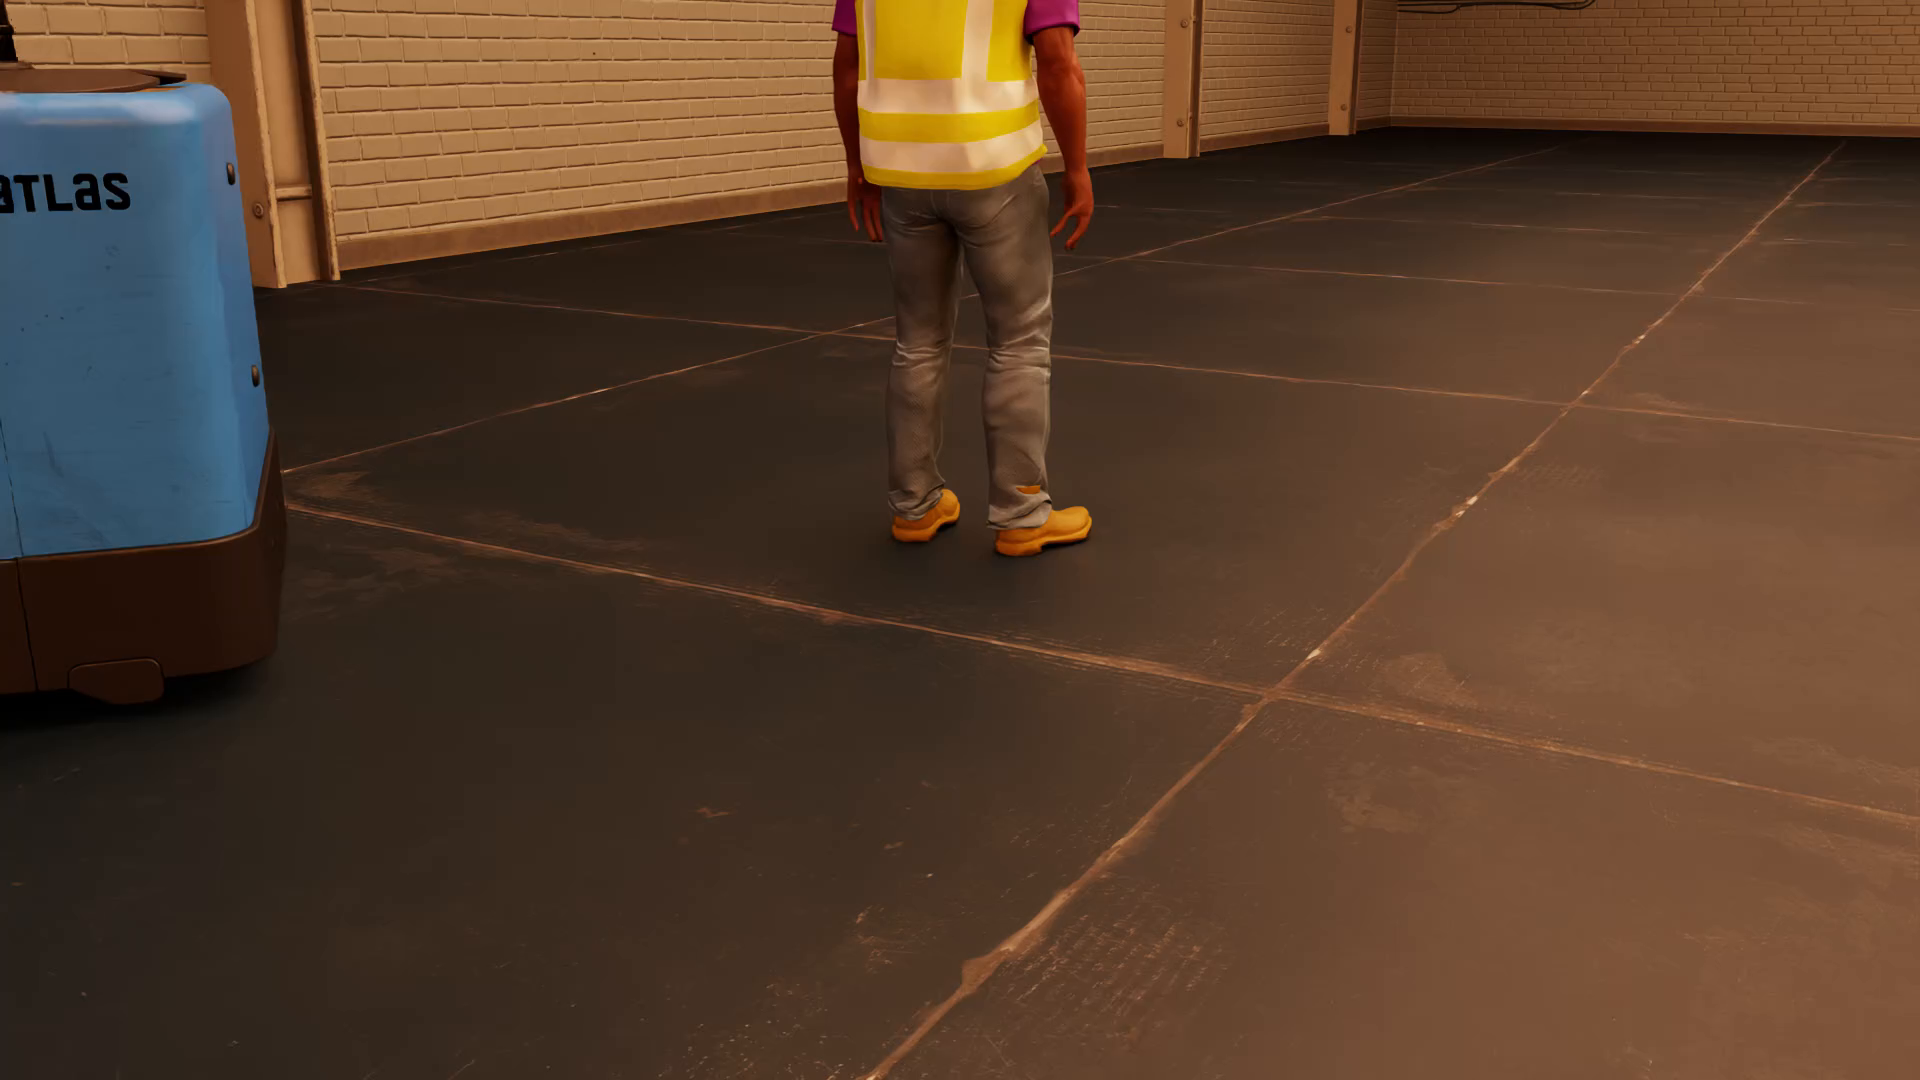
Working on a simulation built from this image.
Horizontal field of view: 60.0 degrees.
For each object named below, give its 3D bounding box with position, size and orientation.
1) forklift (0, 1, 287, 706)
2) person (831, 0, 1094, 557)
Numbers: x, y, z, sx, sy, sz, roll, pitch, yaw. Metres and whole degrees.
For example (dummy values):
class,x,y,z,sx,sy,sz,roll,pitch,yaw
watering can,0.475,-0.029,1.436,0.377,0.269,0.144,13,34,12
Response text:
class,x,y,z,sx,sy,sz,roll,pitch,yaw
forklift,-2.847,-1.104,2.599,3.031,2.935,1.130,-6,17,-19
person,0.012,-0.853,3.830,0.626,1.760,0.460,8,18,26
